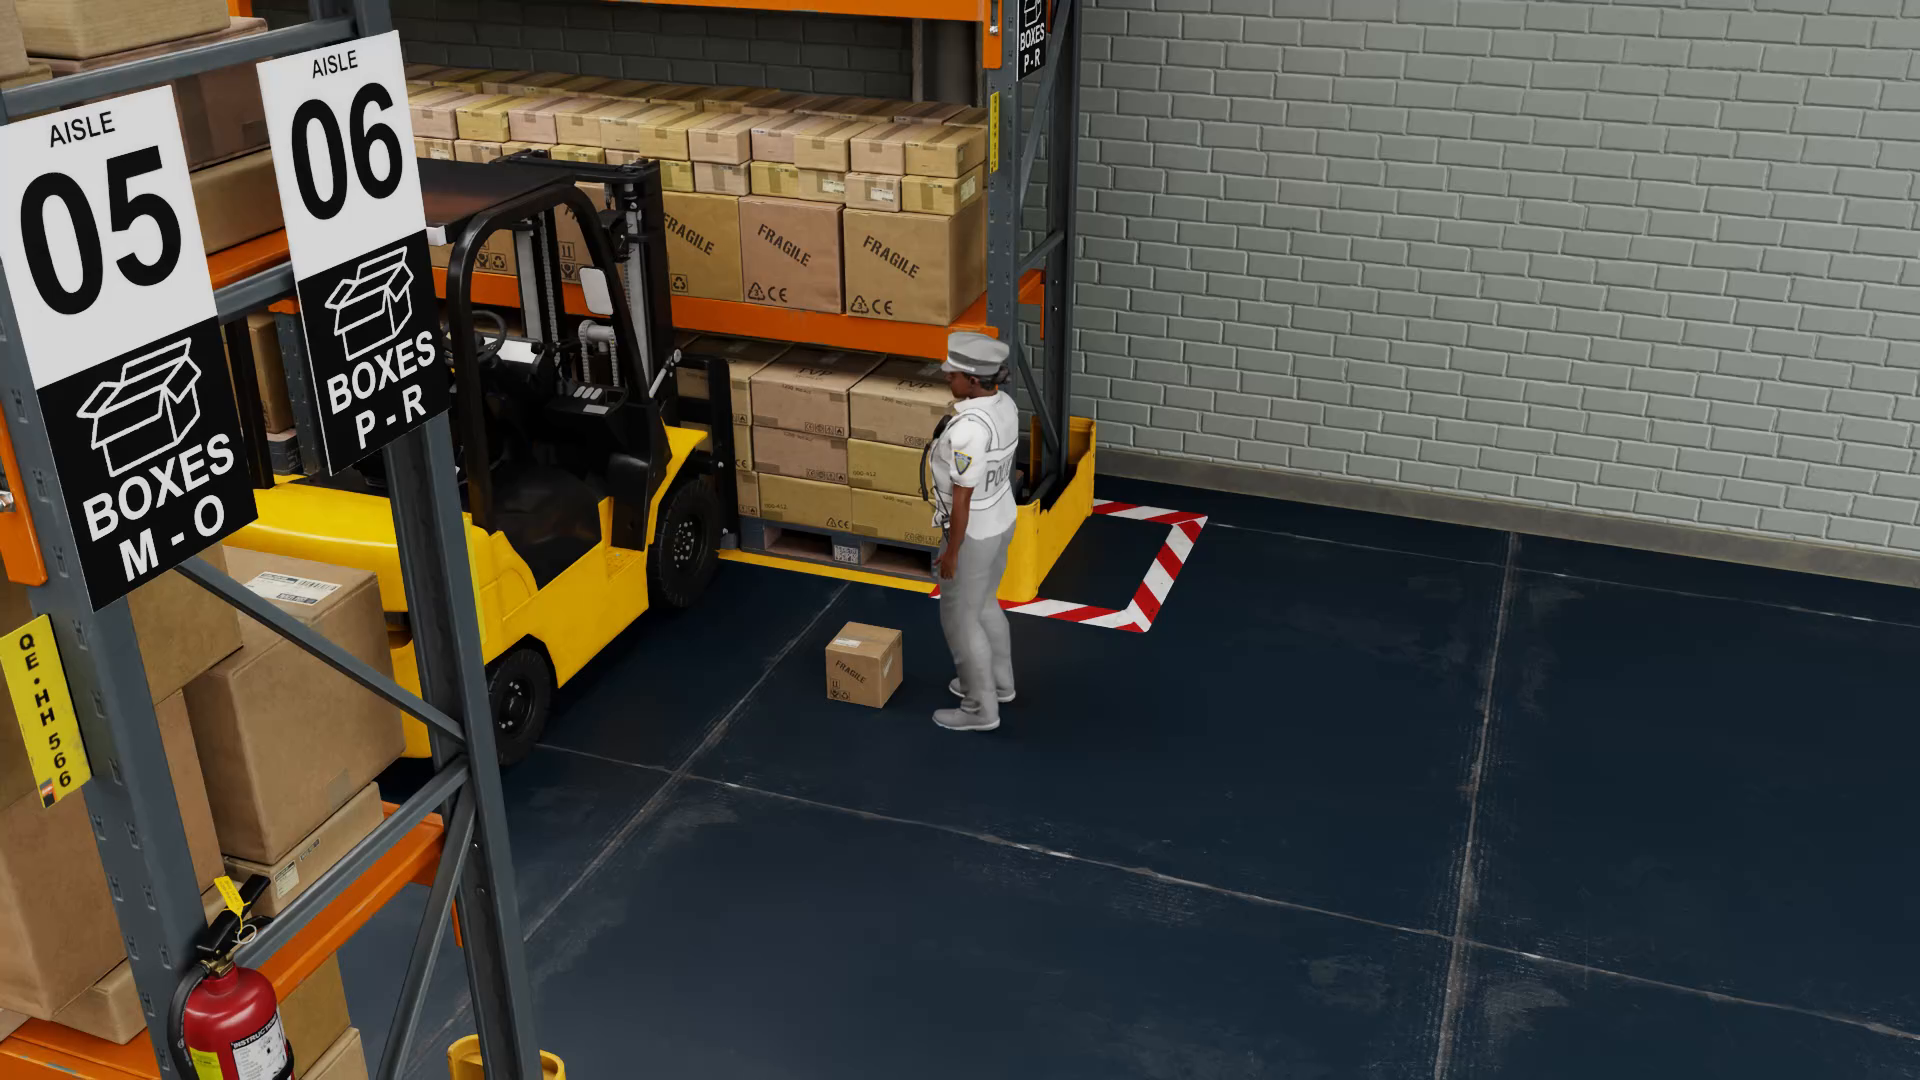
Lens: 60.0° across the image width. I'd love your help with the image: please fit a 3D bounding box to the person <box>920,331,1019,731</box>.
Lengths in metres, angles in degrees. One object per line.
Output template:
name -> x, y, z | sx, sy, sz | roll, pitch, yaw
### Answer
person -> 0.045, -0.019, 6.663 | 0.341, 1.681, 0.437 | 9, 27, 19
